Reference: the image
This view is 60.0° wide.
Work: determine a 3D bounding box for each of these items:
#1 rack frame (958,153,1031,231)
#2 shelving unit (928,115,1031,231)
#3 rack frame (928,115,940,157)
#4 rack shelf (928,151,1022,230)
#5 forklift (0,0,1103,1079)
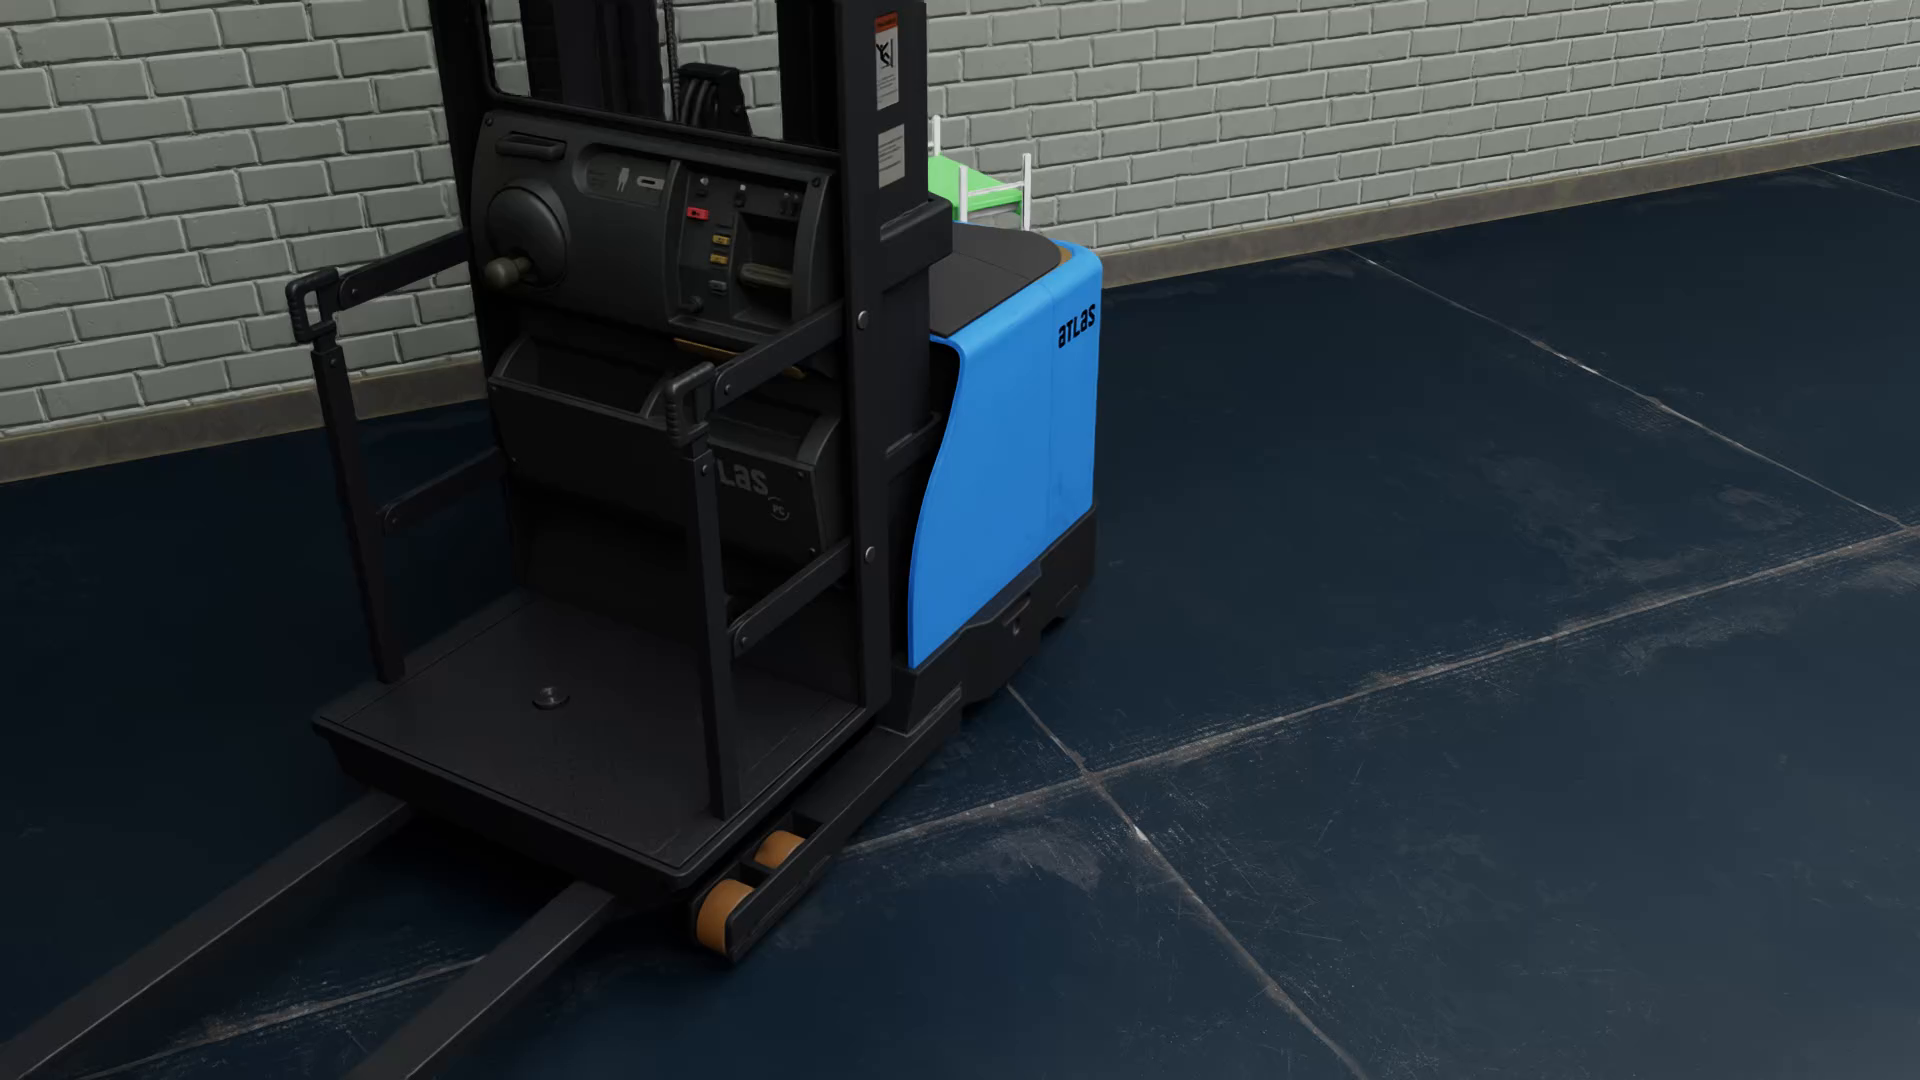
[{"bbox_3d":[0.100,-0.553,5.010,0.240,1.200,0.015,-18,34,-28],"label":"rack frame"},{"bbox_3d":[-0.033,-0.653,5.189,0.258,1.200,0.503,-18,34,-28],"label":"shelving unit"},{"bbox_3d":[-0.166,-0.754,5.367,0.240,1.200,0.015,-18,34,-28],"label":"rack frame"},{"bbox_3d":[-0.033,-1.016,4.985,0.258,0.148,0.480,-18,34,-28],"label":"rack shelf"},{"bbox_3d":[-0.783,-0.627,3.371,1.130,2.935,3.031,16,33,26],"label":"forklift"}]
